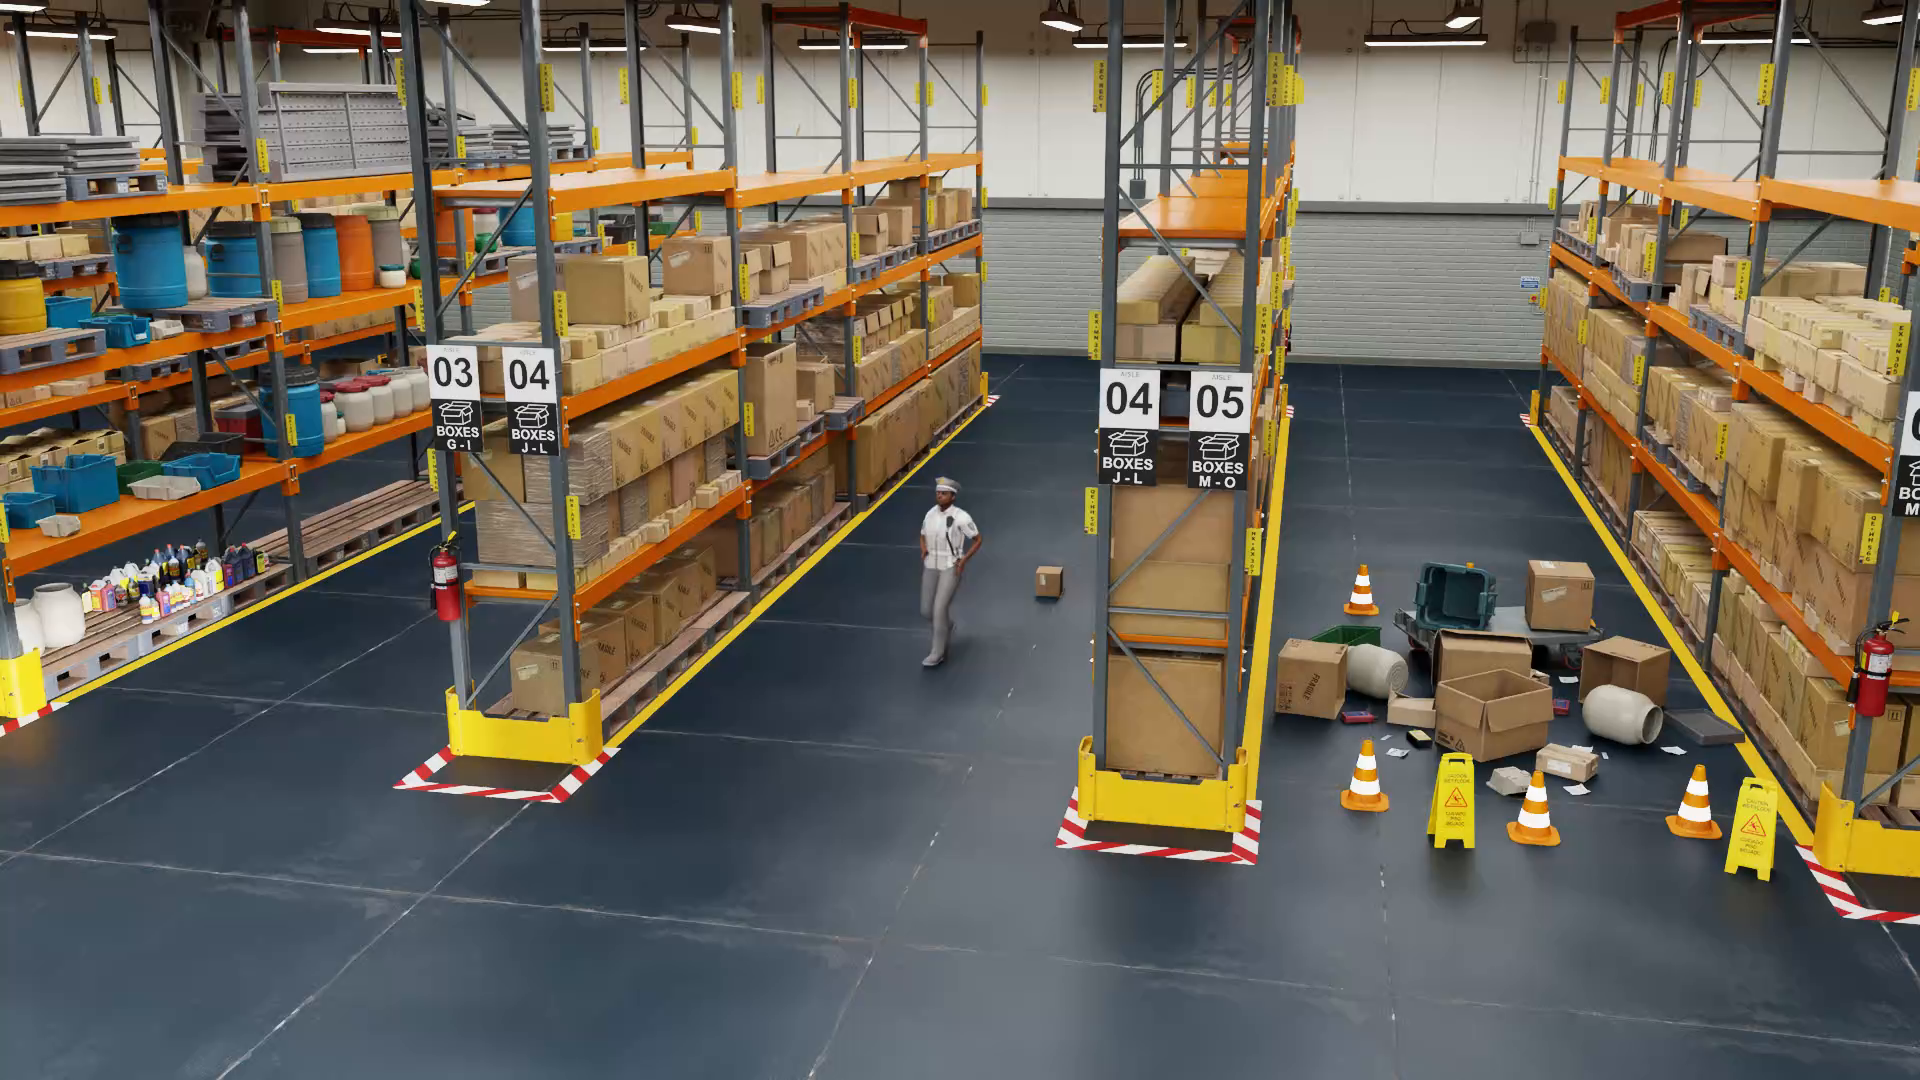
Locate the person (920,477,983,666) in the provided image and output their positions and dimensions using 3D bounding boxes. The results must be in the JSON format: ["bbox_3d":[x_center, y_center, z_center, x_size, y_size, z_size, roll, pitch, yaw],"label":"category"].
[{"bbox_3d":[-0.152,0.259,14.985,0.592,1.662,0.698,9,17,31],"label":"person"}]
